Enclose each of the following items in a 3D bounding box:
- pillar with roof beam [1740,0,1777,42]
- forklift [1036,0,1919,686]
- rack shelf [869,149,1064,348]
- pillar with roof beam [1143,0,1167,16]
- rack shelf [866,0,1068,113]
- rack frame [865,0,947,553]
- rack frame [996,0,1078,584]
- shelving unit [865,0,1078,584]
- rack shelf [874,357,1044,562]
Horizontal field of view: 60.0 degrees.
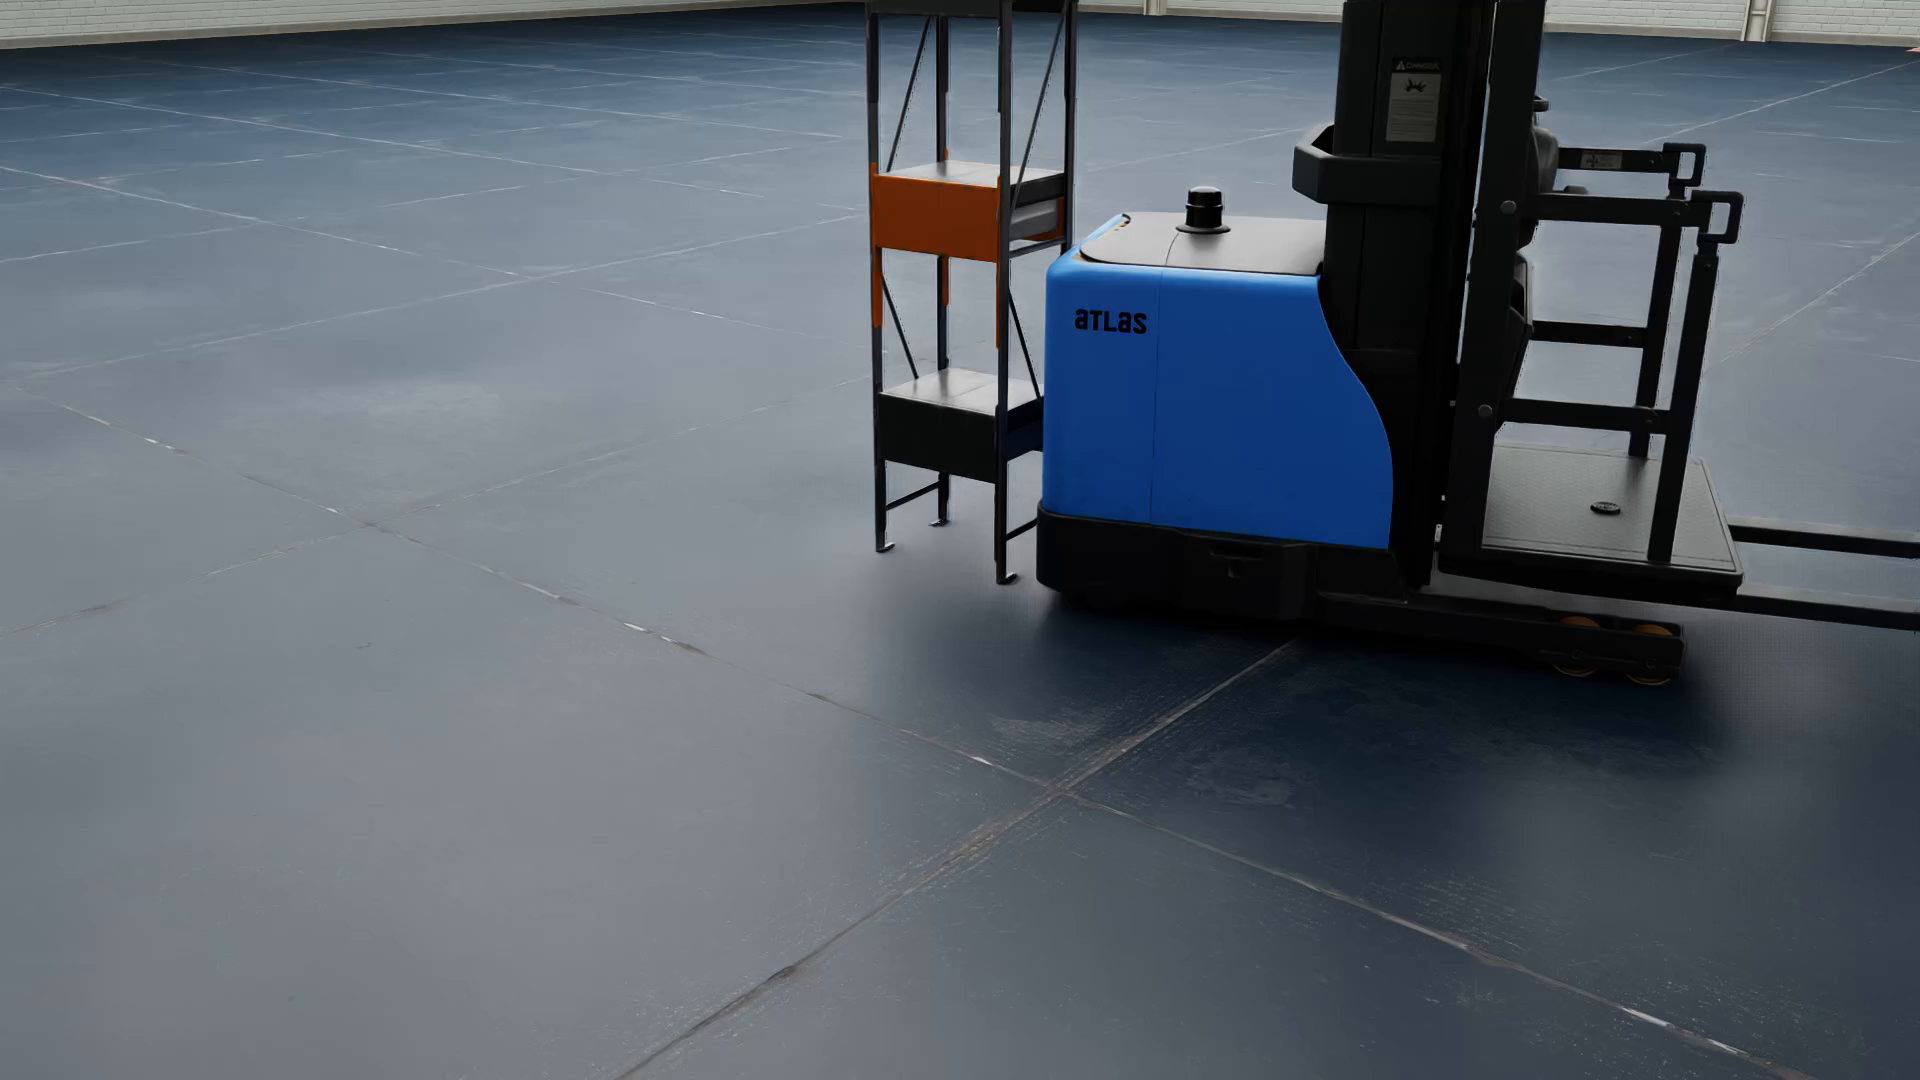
[{"bbox_3d":[10.701,-11.460,23.360,0.400,9.000,9.100,16,26,36],"label":"pillar with roof beam"},{"bbox_3d":[1.814,-1.175,4.685,3.031,2.935,1.130,6,22,17],"label":"forklift"},{"bbox_3d":[0.036,-0.935,5.266,0.480,0.518,0.431,14,25,32],"label":"rack shelf"},{"bbox_3d":[1.404,-14.137,30.460,0.400,9.000,9.100,16,26,36],"label":"pillar with roof beam"},{"bbox_3d":[0.036,-1.590,5.019,0.480,0.518,0.431,14,25,32],"label":"rack shelf"},{"bbox_3d":[-0.165,-0.997,5.391,0.015,2.100,0.400,14,25,32],"label":"rack frame"},{"bbox_3d":[0.237,-0.899,5.131,0.015,2.100,0.400,14,25,32],"label":"rack frame"},{"bbox_3d":[0.036,-0.948,5.261,0.503,2.100,0.431,14,25,32],"label":"shelving unit"},{"bbox_3d":[0.036,-0.280,5.513,0.480,0.518,0.431,14,25,32],"label":"rack shelf"}]
